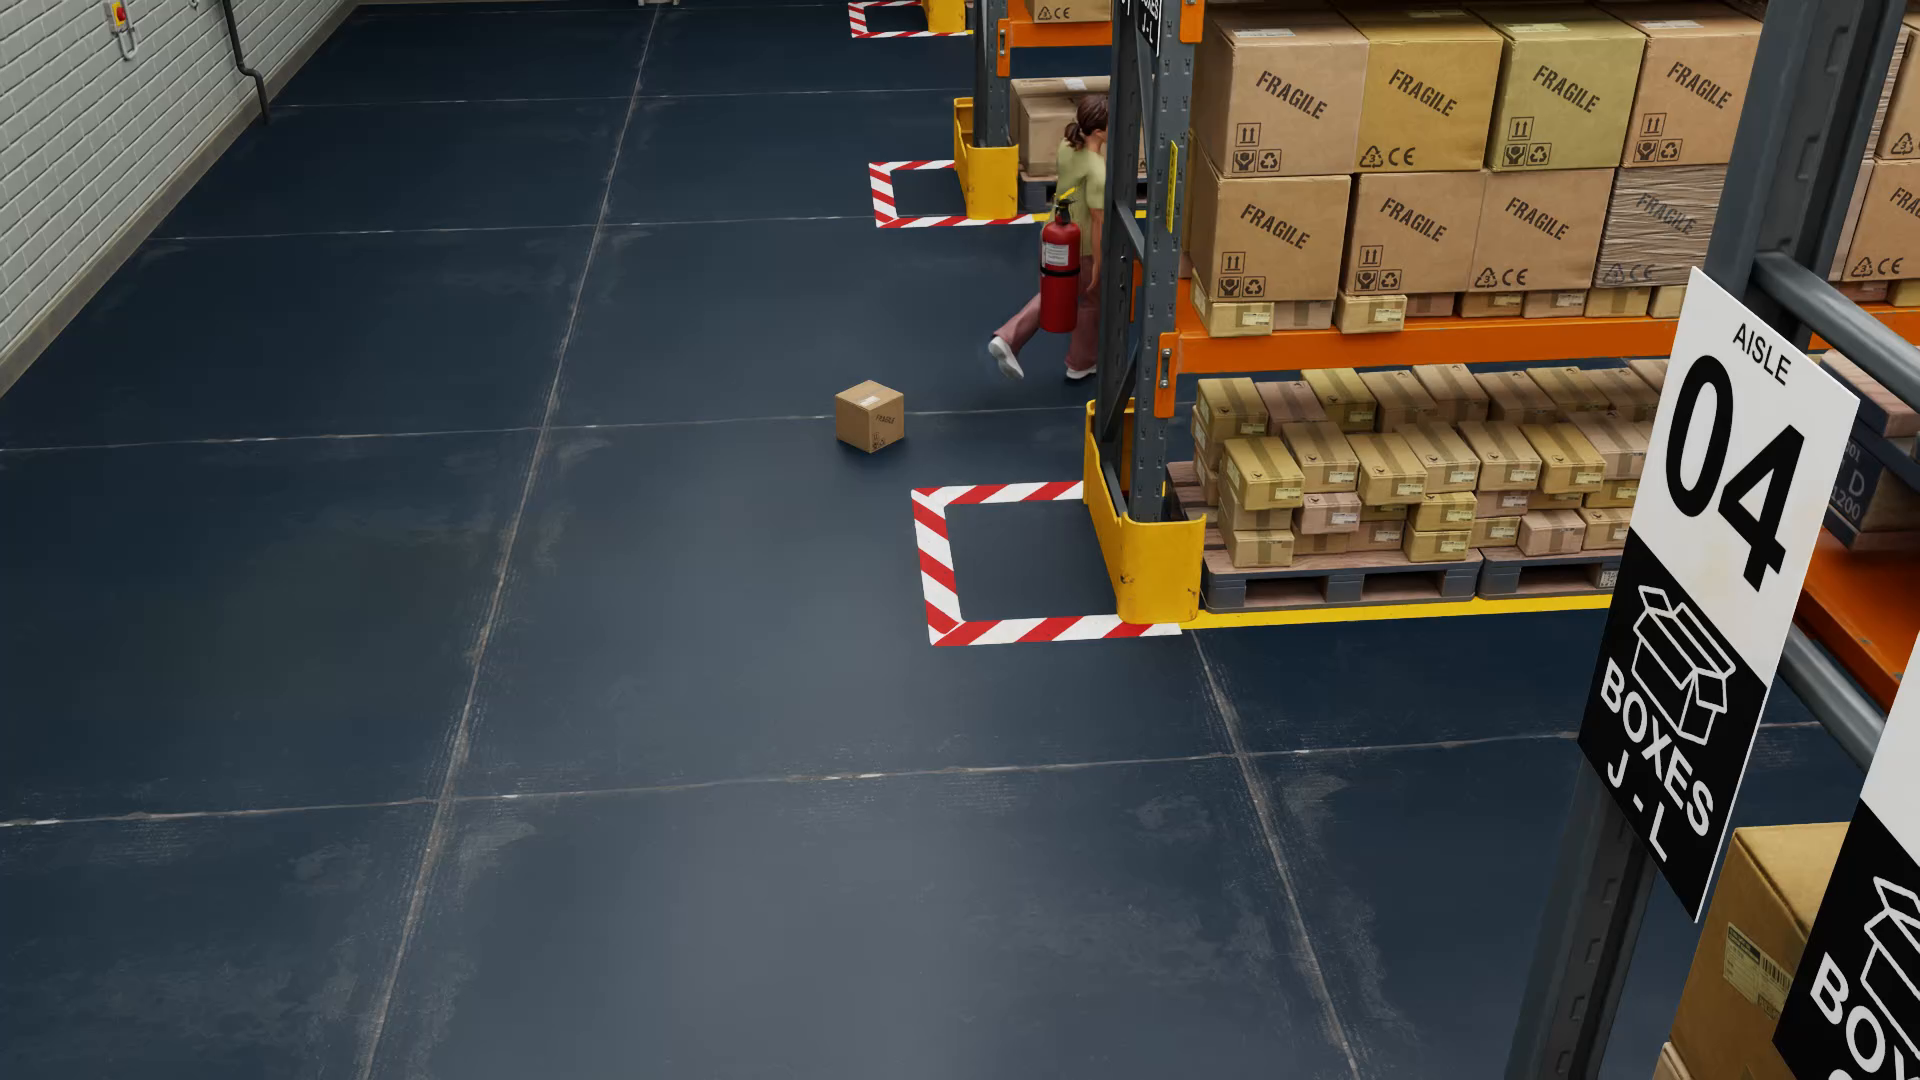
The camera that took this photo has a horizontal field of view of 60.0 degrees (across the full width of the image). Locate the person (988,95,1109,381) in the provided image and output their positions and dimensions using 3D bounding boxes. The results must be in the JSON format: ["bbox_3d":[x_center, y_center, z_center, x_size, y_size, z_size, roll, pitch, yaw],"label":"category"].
[{"bbox_3d":[0.568,-1.518,8.646,0.800,1.627,0.513,-16,35,-25],"label":"person"}]
